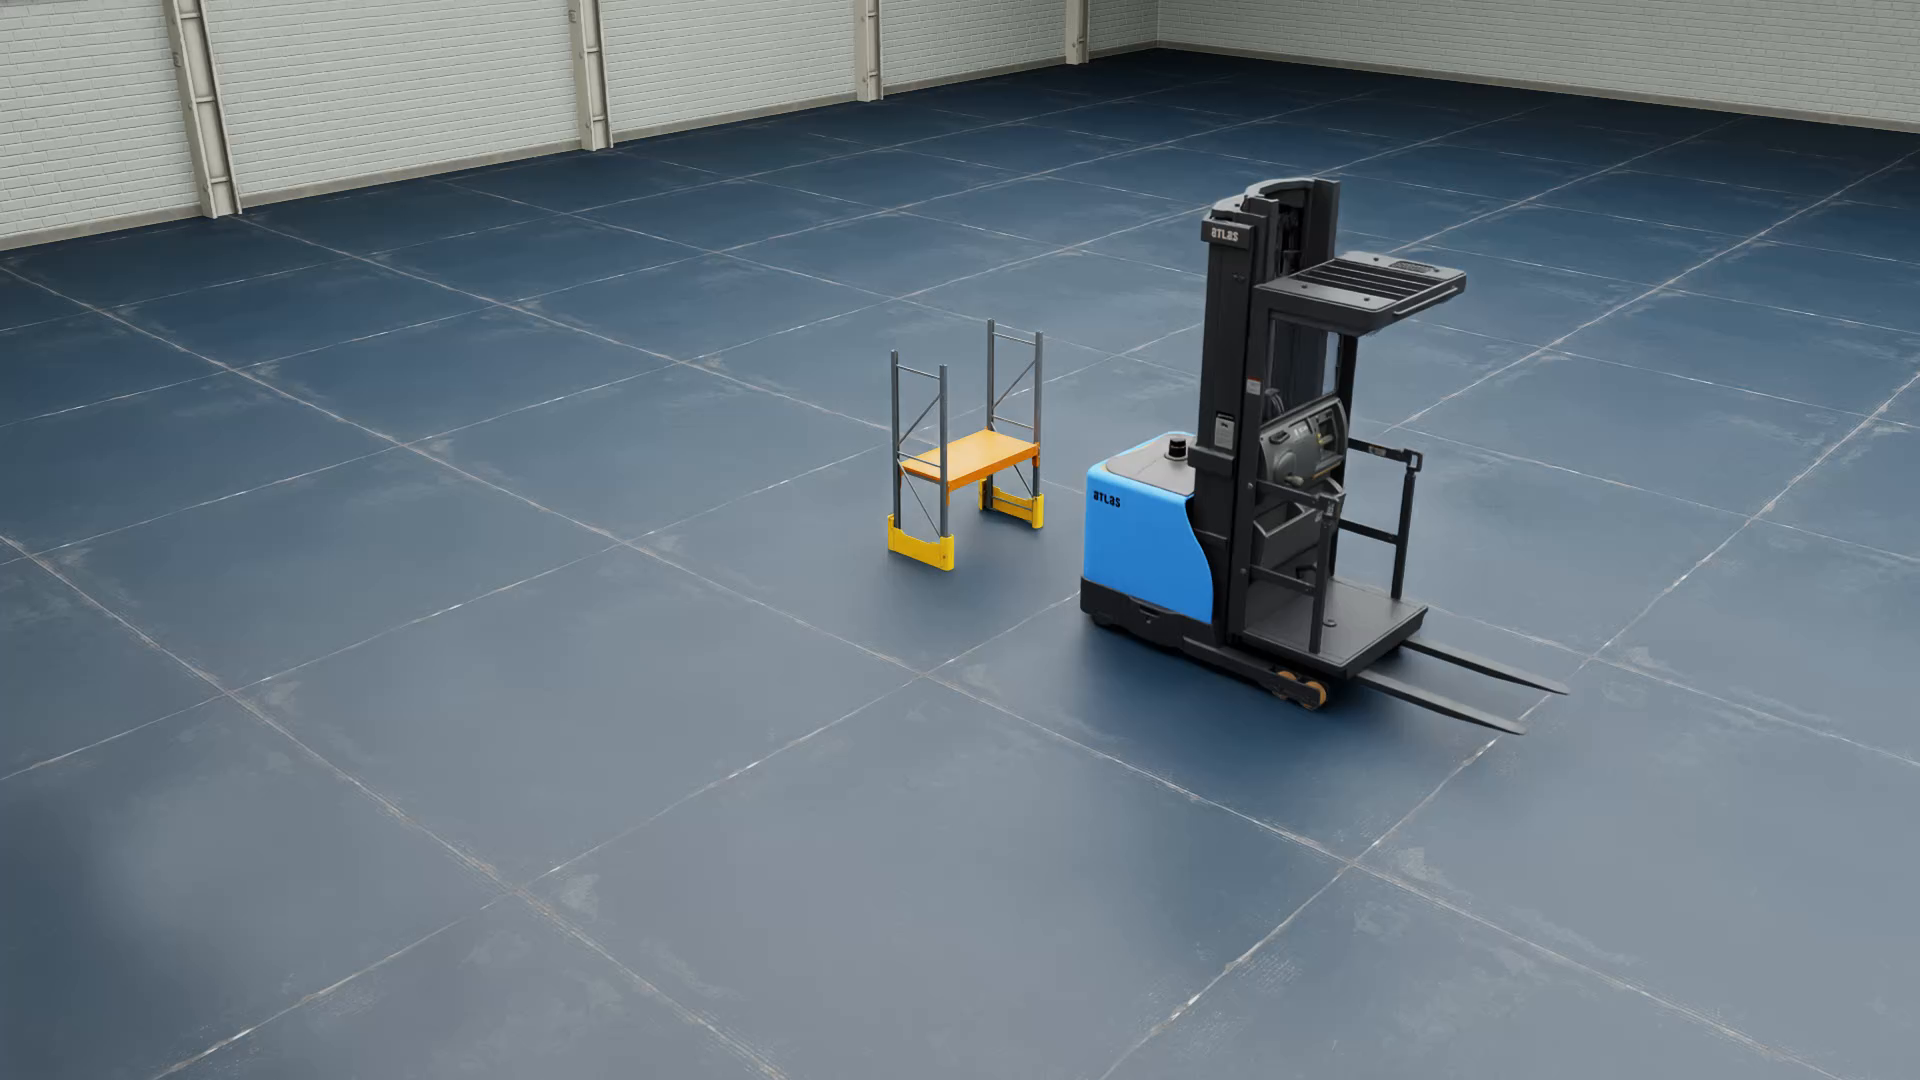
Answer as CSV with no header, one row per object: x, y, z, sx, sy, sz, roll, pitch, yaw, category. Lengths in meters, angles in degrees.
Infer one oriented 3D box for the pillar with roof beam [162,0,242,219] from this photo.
-6.425,-7.185,17.248,9.100,9.000,0.400,20,31,38,pillar with roof beam

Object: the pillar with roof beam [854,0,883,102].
1.584,-10.841,25.402,9.100,9.000,0.400,20,31,38,pillar with roof beam

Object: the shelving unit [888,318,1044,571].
0.051,-0.708,11.966,0.587,1.500,1.083,20,31,38,shelving unit

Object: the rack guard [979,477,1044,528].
0.383,-0.289,12.560,0.587,0.250,0.087,20,31,38,rack guard

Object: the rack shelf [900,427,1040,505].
0.057,-0.546,12.046,0.538,0.185,1.000,20,31,38,rack shelf

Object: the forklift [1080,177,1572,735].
2.230,-0.565,9.899,3.031,2.935,1.130,20,31,38,forklift

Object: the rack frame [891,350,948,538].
-0.282,-0.555,11.627,0.500,1.500,0.032,20,31,38,rack frame

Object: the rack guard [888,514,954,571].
-0.281,0.014,11.883,0.587,0.250,0.087,20,31,38,rack guard

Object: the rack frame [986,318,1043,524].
0.396,-0.865,12.318,0.500,1.500,0.032,20,31,38,rack frame

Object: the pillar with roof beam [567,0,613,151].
-2.420,-9.013,21.325,9.100,9.000,0.400,20,31,38,pillar with roof beam

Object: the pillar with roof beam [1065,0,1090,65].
5.589,-12.669,29.479,9.100,9.000,0.400,20,31,38,pillar with roof beam
